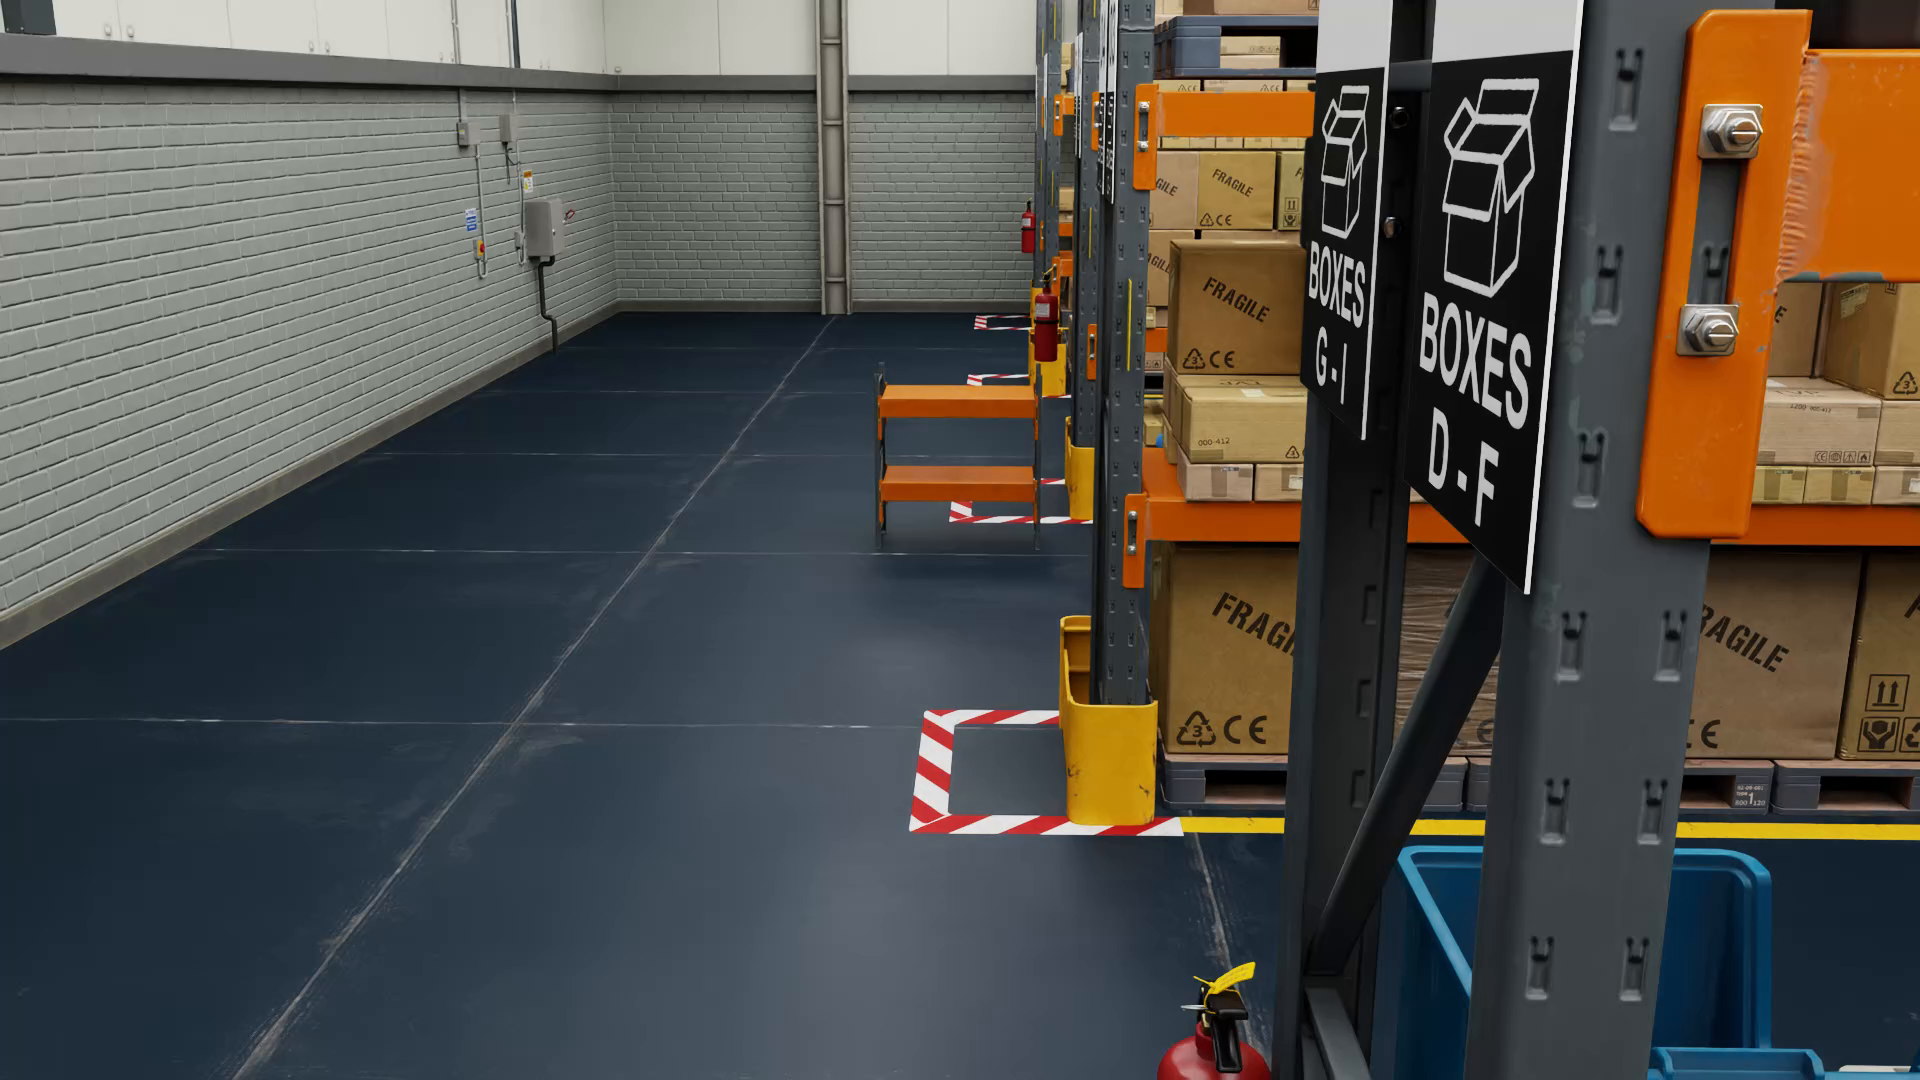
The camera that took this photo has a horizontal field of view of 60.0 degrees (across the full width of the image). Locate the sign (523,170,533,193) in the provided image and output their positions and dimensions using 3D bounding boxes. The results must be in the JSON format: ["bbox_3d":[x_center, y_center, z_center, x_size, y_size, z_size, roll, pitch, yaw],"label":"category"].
[{"bbox_3d":[-4.755,-3.951,18.316,0.001,0.242,0.339,0,15,1],"label":"sign"}]

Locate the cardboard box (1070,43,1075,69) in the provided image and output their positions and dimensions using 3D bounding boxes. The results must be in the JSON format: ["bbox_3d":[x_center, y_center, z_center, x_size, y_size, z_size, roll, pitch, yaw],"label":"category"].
[{"bbox_3d":[1.344,-4.648,15.972,0.500,0.250,0.500,-1,15,-4],"label":"cardboard box"}]

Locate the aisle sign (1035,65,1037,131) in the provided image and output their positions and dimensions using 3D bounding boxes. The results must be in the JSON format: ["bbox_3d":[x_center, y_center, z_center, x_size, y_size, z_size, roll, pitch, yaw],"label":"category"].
[{"bbox_3d":[0.939,-5.447,20.511,0.004,0.787,0.394,0,15,1],"label":"aisle sign"}]

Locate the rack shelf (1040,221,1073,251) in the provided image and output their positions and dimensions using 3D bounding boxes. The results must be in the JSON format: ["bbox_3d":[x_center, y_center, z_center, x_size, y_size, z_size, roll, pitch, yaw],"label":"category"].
[{"bbox_3d":[3.014,-3.904,21.167,4.000,0.370,1.077,0,15,1],"label":"rack shelf"}]

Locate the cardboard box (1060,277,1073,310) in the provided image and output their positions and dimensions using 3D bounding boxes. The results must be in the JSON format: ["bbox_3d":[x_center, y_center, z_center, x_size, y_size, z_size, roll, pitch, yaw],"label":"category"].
[{"bbox_3d":[1.623,-3.233,21.283,0.637,0.503,0.797,0,15,-1],"label":"cardboard box"}]

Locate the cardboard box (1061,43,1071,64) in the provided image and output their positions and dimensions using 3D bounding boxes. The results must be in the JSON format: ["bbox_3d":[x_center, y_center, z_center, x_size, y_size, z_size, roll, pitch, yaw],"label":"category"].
[{"bbox_3d":[1.452,-5.961,20.405,0.500,0.250,0.500,0,15,1],"label":"cardboard box"}]

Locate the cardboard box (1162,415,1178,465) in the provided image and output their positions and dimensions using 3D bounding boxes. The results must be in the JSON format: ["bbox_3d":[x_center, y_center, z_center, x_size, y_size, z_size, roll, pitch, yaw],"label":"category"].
[{"bbox_3d":[1.003,-0.432,7.089,0.250,0.149,0.380,1,15,2],"label":"cardboard box"}]

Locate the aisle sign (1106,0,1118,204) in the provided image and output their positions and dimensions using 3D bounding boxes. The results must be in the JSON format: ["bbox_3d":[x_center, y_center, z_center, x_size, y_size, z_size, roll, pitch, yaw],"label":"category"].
[{"bbox_3d":[0.559,-1.653,6.128,0.004,0.787,0.394,0,15,1],"label":"aisle sign"}]

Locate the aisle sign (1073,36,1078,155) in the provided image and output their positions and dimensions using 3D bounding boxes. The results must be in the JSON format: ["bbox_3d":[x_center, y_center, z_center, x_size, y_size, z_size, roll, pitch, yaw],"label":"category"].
[{"bbox_3d":[0.801,-3.070,11.499,0.004,0.787,0.394,0,15,1],"label":"aisle sign"}]

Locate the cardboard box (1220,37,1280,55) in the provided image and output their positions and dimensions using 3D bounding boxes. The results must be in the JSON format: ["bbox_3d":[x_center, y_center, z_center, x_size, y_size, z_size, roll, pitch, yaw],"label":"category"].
[{"bbox_3d":[1.820,-3.283,10.838,0.500,0.250,0.500,0,15,1],"label":"cardboard box"}]

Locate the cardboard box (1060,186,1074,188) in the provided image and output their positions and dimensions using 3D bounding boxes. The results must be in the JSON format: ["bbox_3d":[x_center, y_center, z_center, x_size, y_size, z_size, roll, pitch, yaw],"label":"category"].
[{"bbox_3d":[1.481,-4.401,21.351,0.500,0.250,0.500,1,15,3],"label":"cardboard box"}]

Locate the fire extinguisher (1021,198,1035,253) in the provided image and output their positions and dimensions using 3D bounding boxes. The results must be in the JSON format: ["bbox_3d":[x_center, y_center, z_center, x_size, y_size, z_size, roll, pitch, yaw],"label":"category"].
[{"bbox_3d":[0.856,-3.930,20.739,0.183,0.674,0.296,0,15,1],"label":"fire extinguisher"}]

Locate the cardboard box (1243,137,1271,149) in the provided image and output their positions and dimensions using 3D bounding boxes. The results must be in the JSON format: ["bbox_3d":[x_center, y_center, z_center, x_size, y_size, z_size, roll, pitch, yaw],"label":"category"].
[{"bbox_3d":[2.788,-3.751,15.748,0.250,0.149,0.380,0,15,0],"label":"cardboard box"}]

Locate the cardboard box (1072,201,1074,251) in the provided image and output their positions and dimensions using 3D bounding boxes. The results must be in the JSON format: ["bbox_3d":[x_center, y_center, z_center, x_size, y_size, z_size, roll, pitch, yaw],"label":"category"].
[{"bbox_3d":[1.380,-3.112,16.558,0.500,0.500,0.500,0,15,2],"label":"cardboard box"}]

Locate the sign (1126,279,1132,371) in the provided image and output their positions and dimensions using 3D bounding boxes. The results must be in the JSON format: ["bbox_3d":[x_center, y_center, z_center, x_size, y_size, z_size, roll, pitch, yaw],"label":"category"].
[{"bbox_3d":[0.618,-0.787,6.091,0.005,0.325,0.100,0,15,1],"label":"sign"}]

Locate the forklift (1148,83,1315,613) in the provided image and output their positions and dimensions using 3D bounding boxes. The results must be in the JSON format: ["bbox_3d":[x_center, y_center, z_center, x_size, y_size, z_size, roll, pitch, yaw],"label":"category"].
[{"bbox_3d":[2.447,-0.788,8.080,3.031,2.935,1.130,13,20,41],"label":"forklift"}]

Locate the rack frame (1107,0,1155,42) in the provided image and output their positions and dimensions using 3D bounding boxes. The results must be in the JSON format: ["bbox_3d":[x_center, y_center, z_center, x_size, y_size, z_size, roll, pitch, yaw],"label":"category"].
[{"bbox_3d":[0.638,-3.372,5.982,0.127,3.000,1.000,0,15,1],"label":"rack frame"}]

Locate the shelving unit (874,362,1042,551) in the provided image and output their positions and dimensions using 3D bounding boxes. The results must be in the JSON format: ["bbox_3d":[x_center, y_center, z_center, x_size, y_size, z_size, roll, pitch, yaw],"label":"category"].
[{"bbox_3d":[-0.007,-0.544,10.697,1.048,1.125,0.538,0,15,1],"label":"shelving unit"}]

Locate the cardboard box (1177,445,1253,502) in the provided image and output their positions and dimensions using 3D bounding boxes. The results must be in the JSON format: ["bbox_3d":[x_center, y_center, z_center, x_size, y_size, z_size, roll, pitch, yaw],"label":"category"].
[{"bbox_3d":[0.985,-0.264,6.452,0.250,0.149,0.380,1,15,2],"label":"cardboard box"}]

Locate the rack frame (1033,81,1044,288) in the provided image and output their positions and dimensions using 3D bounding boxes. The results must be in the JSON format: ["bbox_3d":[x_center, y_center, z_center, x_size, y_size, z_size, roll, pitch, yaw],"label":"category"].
[{"bbox_3d":[1.014,-4.265,21.124,0.127,3.000,1.000,0,15,1],"label":"rack frame"}]

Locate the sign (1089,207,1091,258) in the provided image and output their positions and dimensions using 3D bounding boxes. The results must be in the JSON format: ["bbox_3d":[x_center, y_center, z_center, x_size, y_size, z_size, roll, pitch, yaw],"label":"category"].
[{"bbox_3d":[0.852,-2.016,10.904,0.005,0.325,0.100,0,15,1],"label":"sign"}]

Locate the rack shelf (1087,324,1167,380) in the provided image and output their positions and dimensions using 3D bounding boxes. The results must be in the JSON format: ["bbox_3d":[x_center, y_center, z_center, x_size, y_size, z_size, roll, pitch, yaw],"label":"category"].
[{"bbox_3d":[2.865,-1.375,11.582,4.000,0.370,1.077,0,15,1],"label":"rack shelf"}]

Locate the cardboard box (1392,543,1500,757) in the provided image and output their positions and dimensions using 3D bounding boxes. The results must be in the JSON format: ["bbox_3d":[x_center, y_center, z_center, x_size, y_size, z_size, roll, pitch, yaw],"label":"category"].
[{"bbox_3d":[2.190,0.342,7.004,0.875,0.875,0.875,0,15,1],"label":"cardboard box"}]

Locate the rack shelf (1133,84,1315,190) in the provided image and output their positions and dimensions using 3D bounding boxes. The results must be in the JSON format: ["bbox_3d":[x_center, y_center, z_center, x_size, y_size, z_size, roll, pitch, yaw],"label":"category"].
[{"bbox_3d":[2.638,-1.561,6.407,4.000,0.370,1.077,0,15,1],"label":"rack shelf"}]

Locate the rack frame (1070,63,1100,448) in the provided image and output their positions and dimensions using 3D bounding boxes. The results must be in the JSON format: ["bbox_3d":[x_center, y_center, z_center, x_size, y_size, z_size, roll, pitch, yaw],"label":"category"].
[{"bbox_3d":[0.866,-1.736,11.539,0.127,3.000,1.000,0,15,1],"label":"rack frame"}]

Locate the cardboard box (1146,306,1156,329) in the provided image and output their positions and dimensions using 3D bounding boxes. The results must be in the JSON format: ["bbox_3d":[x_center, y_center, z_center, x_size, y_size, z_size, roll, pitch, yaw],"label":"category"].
[{"bbox_3d":[1.181,-1.529,11.246,0.250,0.149,0.380,0,15,1],"label":"cardboard box"}]

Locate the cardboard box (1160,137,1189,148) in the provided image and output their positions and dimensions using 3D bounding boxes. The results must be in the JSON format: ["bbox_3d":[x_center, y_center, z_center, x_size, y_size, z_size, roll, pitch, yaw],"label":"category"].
[{"bbox_3d":[2.023,-3.760,15.783,0.250,0.149,0.380,0,15,0],"label":"cardboard box"}]

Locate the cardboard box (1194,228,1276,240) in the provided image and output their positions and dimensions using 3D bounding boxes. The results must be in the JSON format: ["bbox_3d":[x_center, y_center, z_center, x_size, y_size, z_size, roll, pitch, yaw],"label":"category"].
[{"bbox_3d":[1.843,-1.858,11.222,0.500,0.500,0.500,0,15,2],"label":"cardboard box"}]

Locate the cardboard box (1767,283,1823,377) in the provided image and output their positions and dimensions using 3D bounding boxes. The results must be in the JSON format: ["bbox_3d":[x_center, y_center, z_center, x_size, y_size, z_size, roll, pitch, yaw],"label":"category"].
[{"bbox_3d":[3.152,-0.955,6.821,0.500,0.500,0.500,0,15,0],"label":"cardboard box"}]

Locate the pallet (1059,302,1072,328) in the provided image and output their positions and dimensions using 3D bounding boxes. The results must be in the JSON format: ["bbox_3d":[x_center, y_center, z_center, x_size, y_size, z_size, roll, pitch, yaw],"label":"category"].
[{"bbox_3d":[1.887,-2.911,21.459,1.213,0.211,1.003,0,15,1],"label":"pallet"}]

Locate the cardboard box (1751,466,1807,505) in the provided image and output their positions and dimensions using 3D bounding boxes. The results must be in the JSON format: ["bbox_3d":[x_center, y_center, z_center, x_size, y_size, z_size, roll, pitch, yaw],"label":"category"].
[{"bbox_3d":[3.039,-0.251,6.403,0.250,0.149,0.380,0,15,1],"label":"cardboard box"}]

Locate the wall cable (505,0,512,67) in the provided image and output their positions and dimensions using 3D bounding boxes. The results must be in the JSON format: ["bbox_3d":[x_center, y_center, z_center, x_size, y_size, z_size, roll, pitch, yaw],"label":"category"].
[{"bbox_3d":[-4.780,-6.057,16.156,0.029,3.000,2.355,0,15,1],"label":"wall cable"}]

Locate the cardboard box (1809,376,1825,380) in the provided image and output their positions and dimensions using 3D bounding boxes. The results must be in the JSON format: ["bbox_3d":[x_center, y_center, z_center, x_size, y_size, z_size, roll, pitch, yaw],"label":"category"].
[{"bbox_3d":[3.677,-0.591,6.912,0.500,0.250,0.500,0,15,1],"label":"cardboard box"}]

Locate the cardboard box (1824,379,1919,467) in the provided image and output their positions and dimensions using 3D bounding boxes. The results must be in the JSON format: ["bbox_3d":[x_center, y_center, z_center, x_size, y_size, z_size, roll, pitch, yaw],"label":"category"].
[{"bbox_3d":[3.671,-0.456,6.397,0.500,0.250,0.500,1,15,3],"label":"cardboard box"}]

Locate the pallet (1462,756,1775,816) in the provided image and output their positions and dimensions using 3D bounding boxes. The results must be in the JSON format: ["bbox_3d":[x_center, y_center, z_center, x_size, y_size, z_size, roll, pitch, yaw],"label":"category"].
[{"bbox_3d":[2.656,0.871,7.126,1.213,0.211,1.003,0,15,1],"label":"pallet"}]

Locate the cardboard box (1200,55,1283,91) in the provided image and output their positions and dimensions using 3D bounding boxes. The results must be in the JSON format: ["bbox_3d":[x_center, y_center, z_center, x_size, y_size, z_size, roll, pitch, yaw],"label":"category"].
[{"bbox_3d":[1.835,-3.041,10.900,0.500,0.250,0.500,1,15,3],"label":"cardboard box"}]

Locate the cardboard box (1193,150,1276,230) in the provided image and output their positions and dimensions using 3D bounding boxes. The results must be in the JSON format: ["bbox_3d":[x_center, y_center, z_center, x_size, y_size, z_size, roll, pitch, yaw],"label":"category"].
[{"bbox_3d":[1.813,-2.339,11.087,0.500,0.500,0.500,1,15,3],"label":"cardboard box"}]

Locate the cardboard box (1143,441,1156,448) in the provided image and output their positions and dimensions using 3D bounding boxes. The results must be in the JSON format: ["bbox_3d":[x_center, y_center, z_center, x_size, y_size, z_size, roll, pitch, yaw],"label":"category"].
[{"bbox_3d":[1.383,-0.635,11.550,0.250,0.149,0.380,1,15,4],"label":"cardboard box"}]

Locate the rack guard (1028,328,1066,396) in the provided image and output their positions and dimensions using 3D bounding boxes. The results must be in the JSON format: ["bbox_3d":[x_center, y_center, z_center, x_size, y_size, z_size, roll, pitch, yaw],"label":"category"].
[{"bbox_3d":[0.867,-1.790,16.646,0.348,0.500,1.175,0,15,1],"label":"rack guard"}]

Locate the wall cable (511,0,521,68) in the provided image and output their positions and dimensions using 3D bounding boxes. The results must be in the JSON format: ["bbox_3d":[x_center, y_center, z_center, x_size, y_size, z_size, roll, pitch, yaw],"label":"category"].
[{"bbox_3d":[-4.671,-6.785,18.843,0.133,3.039,2.988,0,15,1],"label":"wall cable"}]

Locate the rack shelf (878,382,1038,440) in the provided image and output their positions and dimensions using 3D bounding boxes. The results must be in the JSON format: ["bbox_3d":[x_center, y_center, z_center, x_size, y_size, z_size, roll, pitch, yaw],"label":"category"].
[{"bbox_3d":[-0.007,-0.827,10.622,1.000,0.278,0.538,0,15,1],"label":"rack shelf"}]

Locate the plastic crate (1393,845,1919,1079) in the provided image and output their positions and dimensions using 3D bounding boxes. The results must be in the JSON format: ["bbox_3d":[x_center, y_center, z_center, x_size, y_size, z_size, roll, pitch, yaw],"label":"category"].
[{"bbox_3d":[0.851,0.700,2.120,0.499,0.435,0.616,0,15,1],"label":"plastic crate"}]

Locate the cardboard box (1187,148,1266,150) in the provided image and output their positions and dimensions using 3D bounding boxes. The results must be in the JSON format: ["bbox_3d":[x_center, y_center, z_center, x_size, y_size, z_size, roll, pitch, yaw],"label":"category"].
[{"bbox_3d":[1.836,-2.469,11.578,0.500,0.500,0.500,0,15,0],"label":"cardboard box"}]
